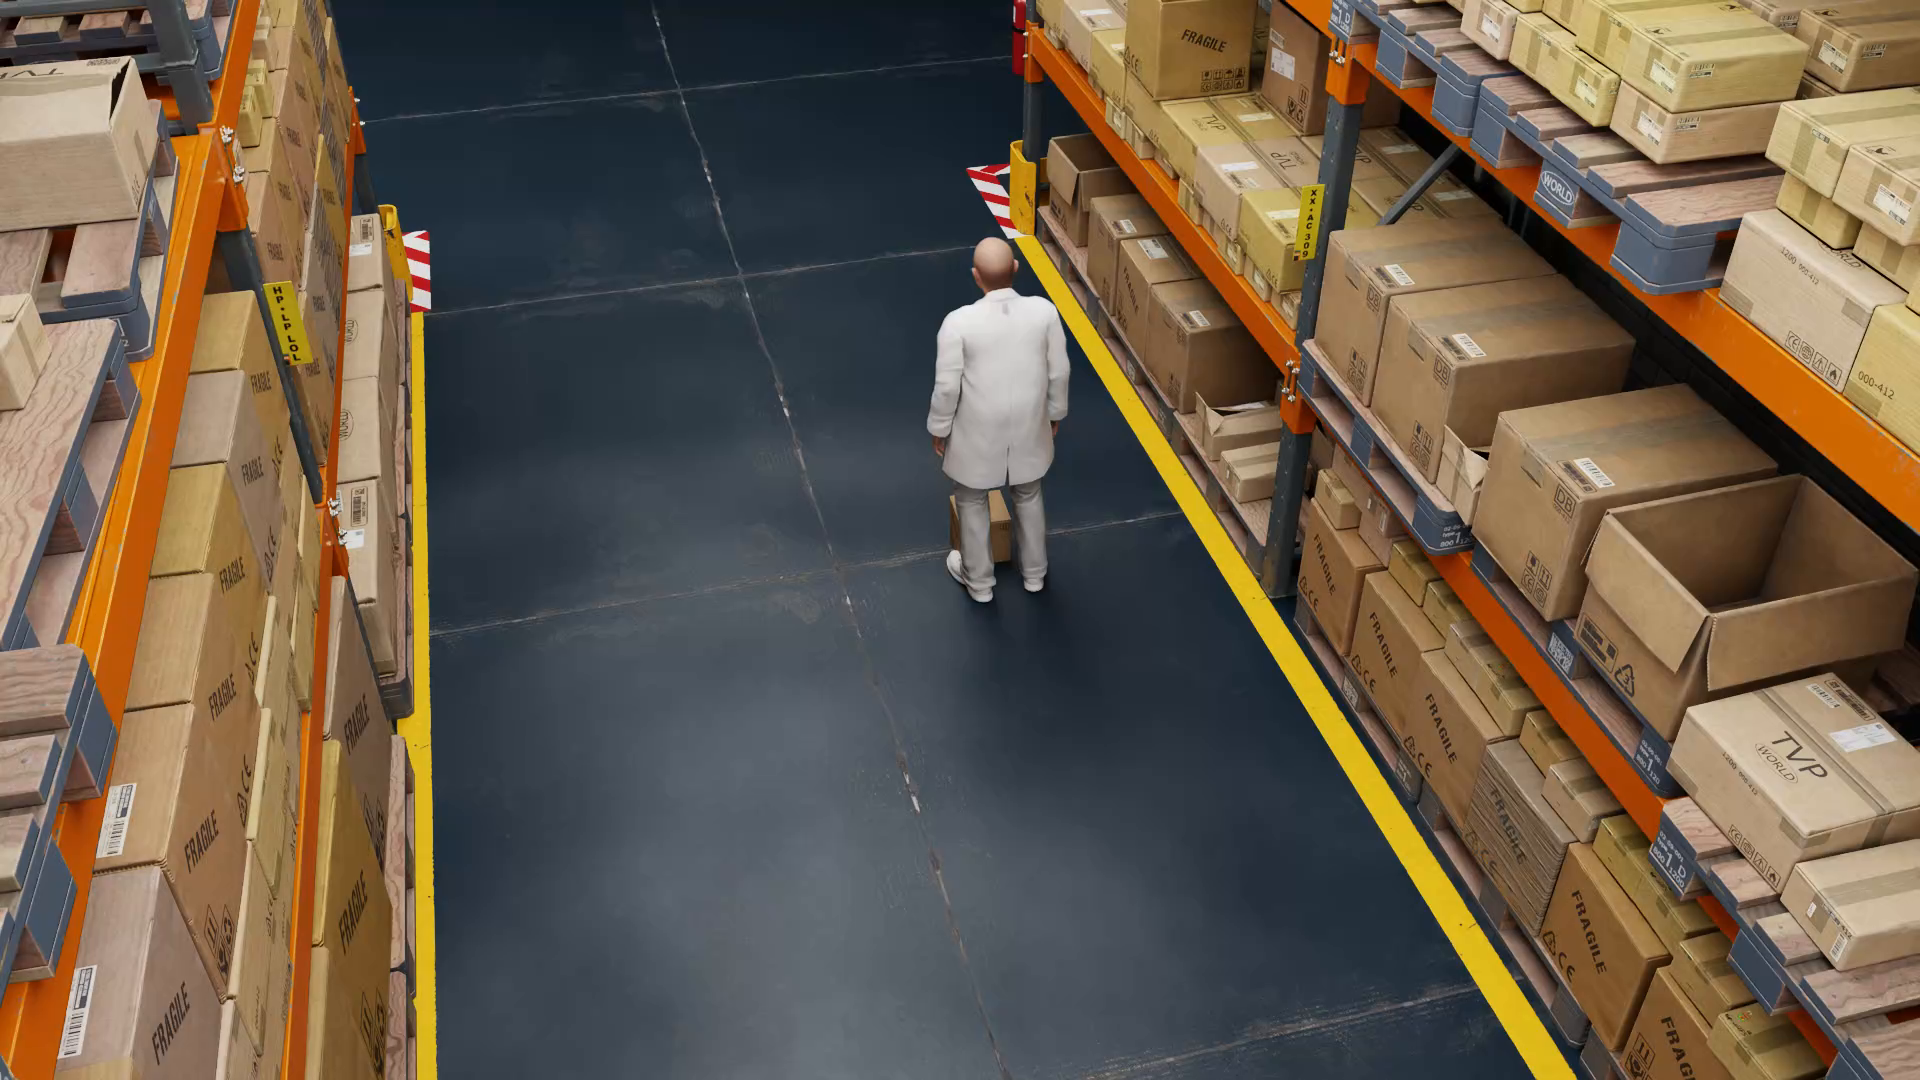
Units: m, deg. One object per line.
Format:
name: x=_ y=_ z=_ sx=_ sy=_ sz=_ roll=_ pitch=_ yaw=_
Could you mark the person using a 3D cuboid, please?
person: x=0.171 y=-0.515 z=7.394 sx=0.644 sy=1.774 sz=0.425 roll=-9 pitch=39 yaw=-12
